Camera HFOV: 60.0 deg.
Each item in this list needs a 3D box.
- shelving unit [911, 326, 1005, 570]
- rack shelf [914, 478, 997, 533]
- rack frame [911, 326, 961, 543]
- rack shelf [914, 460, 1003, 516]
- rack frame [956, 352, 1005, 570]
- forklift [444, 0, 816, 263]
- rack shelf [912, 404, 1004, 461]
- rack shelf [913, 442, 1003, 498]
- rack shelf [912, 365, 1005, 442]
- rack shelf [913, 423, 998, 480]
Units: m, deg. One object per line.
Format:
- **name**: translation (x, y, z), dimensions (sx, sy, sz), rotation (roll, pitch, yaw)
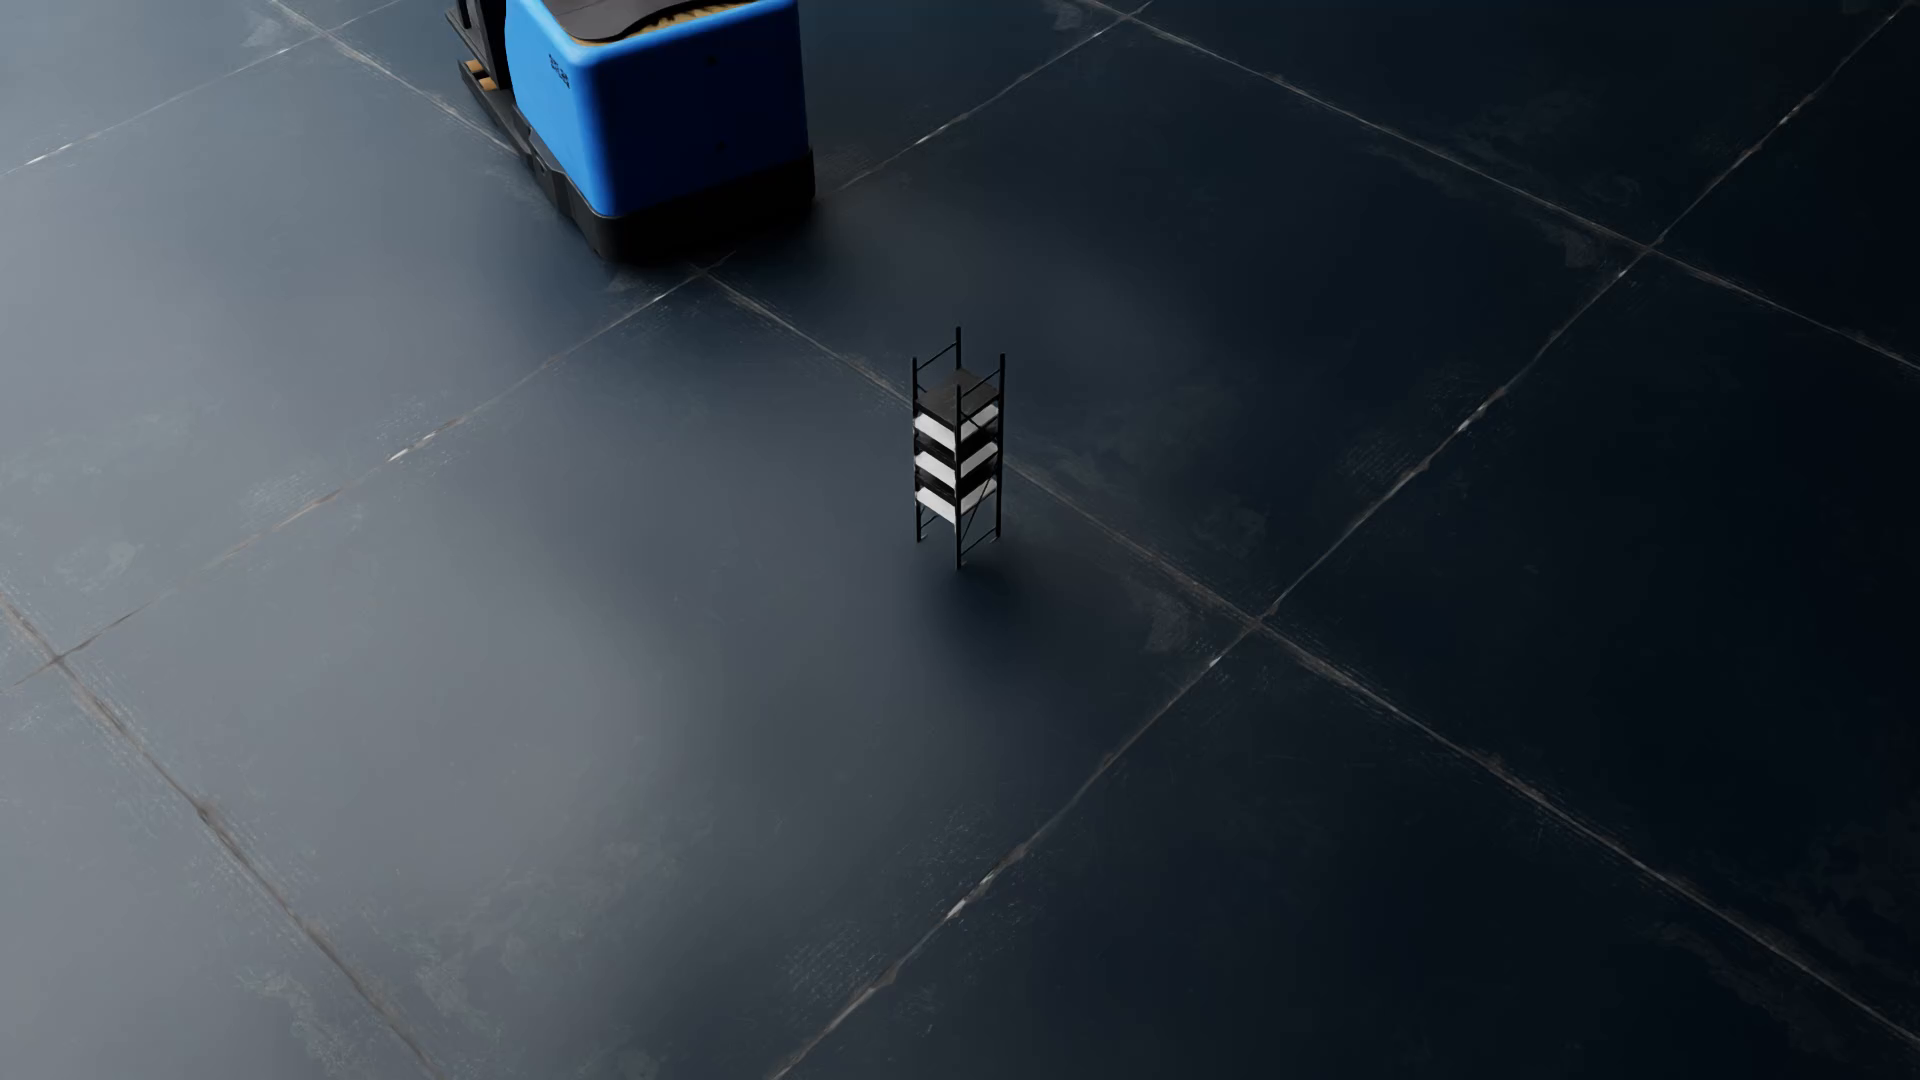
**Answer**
- **shelving unit**: translation (-0.006, -0.312, 5.926), dimensions (0.210, 0.900, 0.258), rotation (34, 55, 28)
- **rack shelf**: translation (-0.006, -0.166, 6.081), dimensions (0.200, 0.077, 0.258), rotation (34, 55, 28)
- **rack frame**: translation (-0.081, -0.362, 5.973), dimensions (0.006, 0.900, 0.240), rotation (34, 55, 28)
- **rack shelf**: translation (-0.006, -0.228, 6.016), dimensions (0.200, 0.077, 0.258), rotation (34, 55, 28)
- **rack frame**: translation (0.069, -0.262, 5.879), dimensions (0.006, 0.900, 0.240), rotation (34, 55, 28)
- **forklift**: translation (-1.847, -3.282, 7.321), dimensions (1.130, 2.935, 3.031), rotation (-23, 51, -20)
- **rack shelf**: translation (-0.006, -0.412, 5.819), dimensions (0.200, 0.077, 0.258), rotation (34, 55, 28)
- **rack shelf**: translation (-0.006, -0.289, 5.950), dimensions (0.200, 0.077, 0.258), rotation (34, 55, 28)
- **rack shelf**: translation (-0.006, -0.474, 5.753), dimensions (0.200, 0.077, 0.258), rotation (34, 55, 28)
- **rack shelf**: translation (-0.006, -0.351, 5.884), dimensions (0.200, 0.077, 0.258), rotation (34, 55, 28)
